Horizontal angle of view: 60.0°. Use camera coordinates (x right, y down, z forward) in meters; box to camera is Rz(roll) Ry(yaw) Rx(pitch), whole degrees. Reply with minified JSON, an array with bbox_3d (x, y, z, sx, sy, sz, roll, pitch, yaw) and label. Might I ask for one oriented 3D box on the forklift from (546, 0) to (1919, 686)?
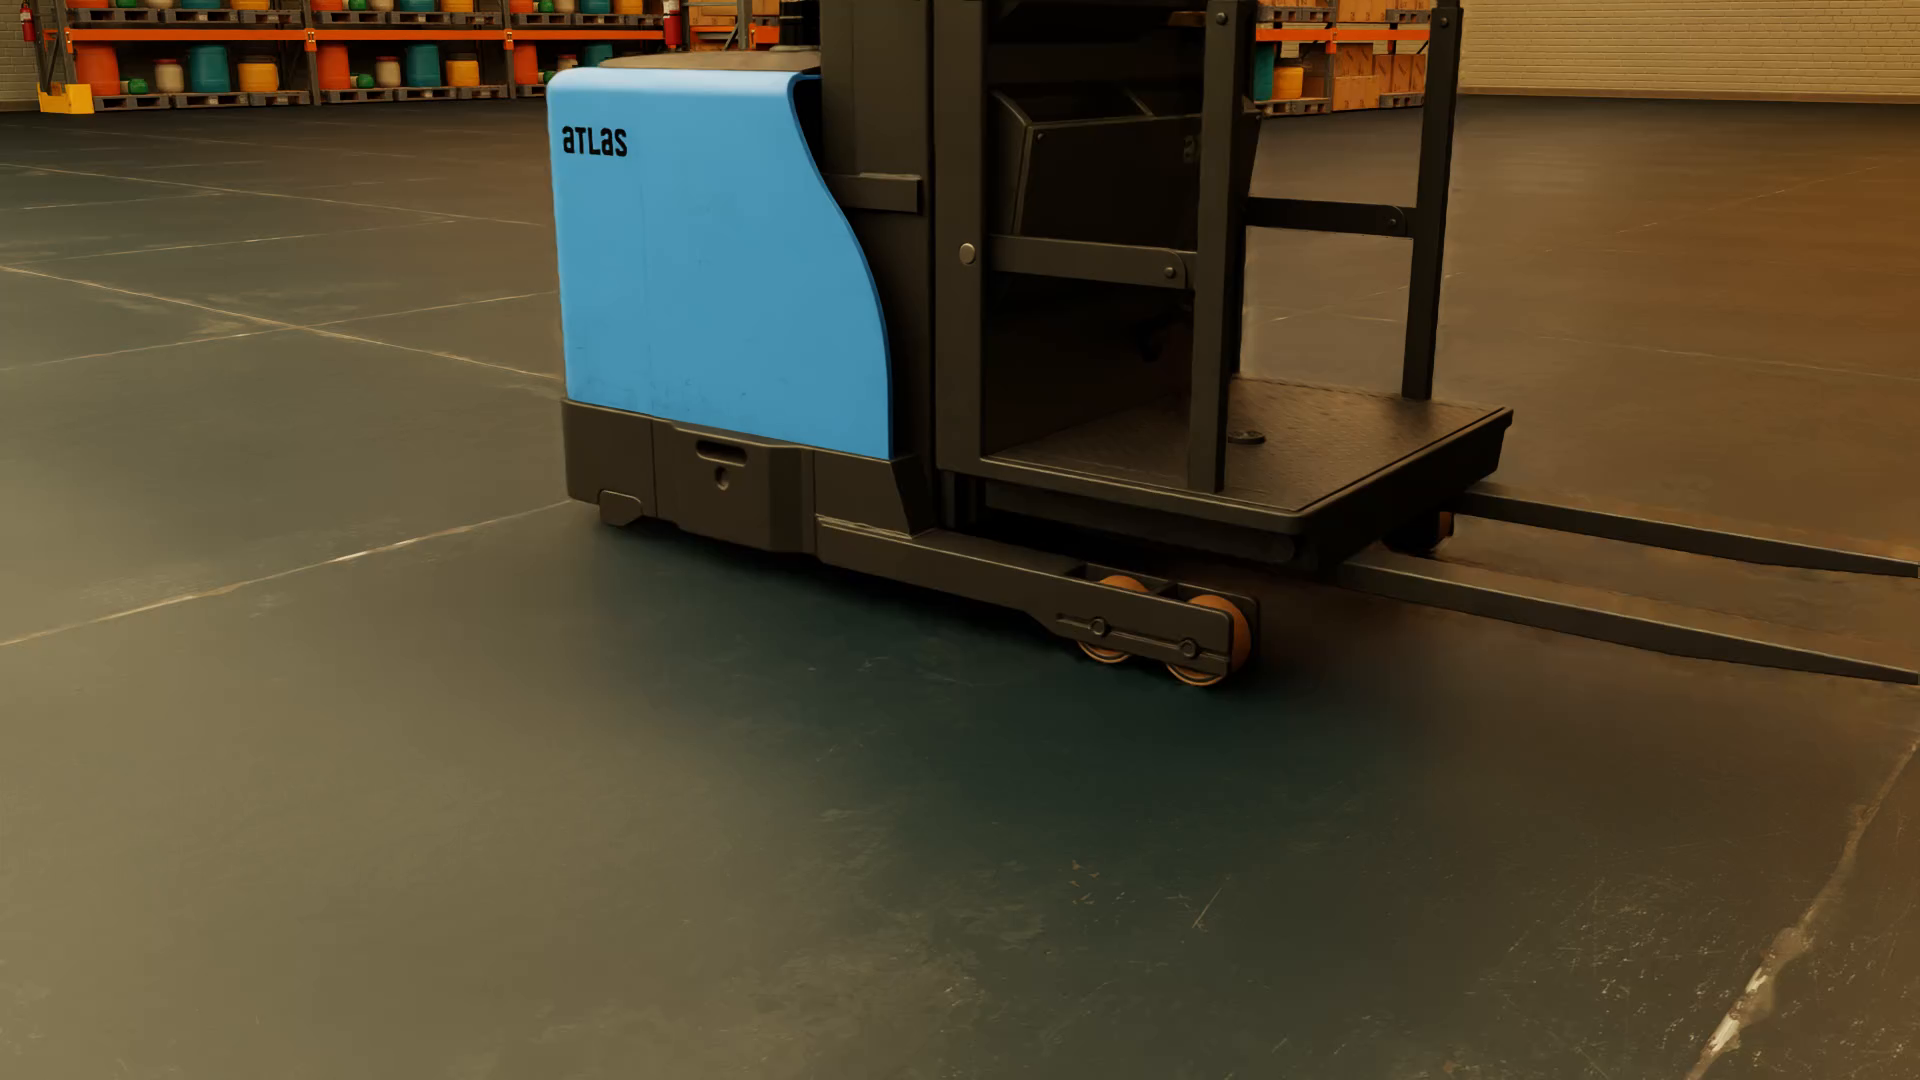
[{"bbox_3d":[0.522,-1.308,3.205,3.031,2.935,1.130,12,21,35],"label":"forklift"}]
